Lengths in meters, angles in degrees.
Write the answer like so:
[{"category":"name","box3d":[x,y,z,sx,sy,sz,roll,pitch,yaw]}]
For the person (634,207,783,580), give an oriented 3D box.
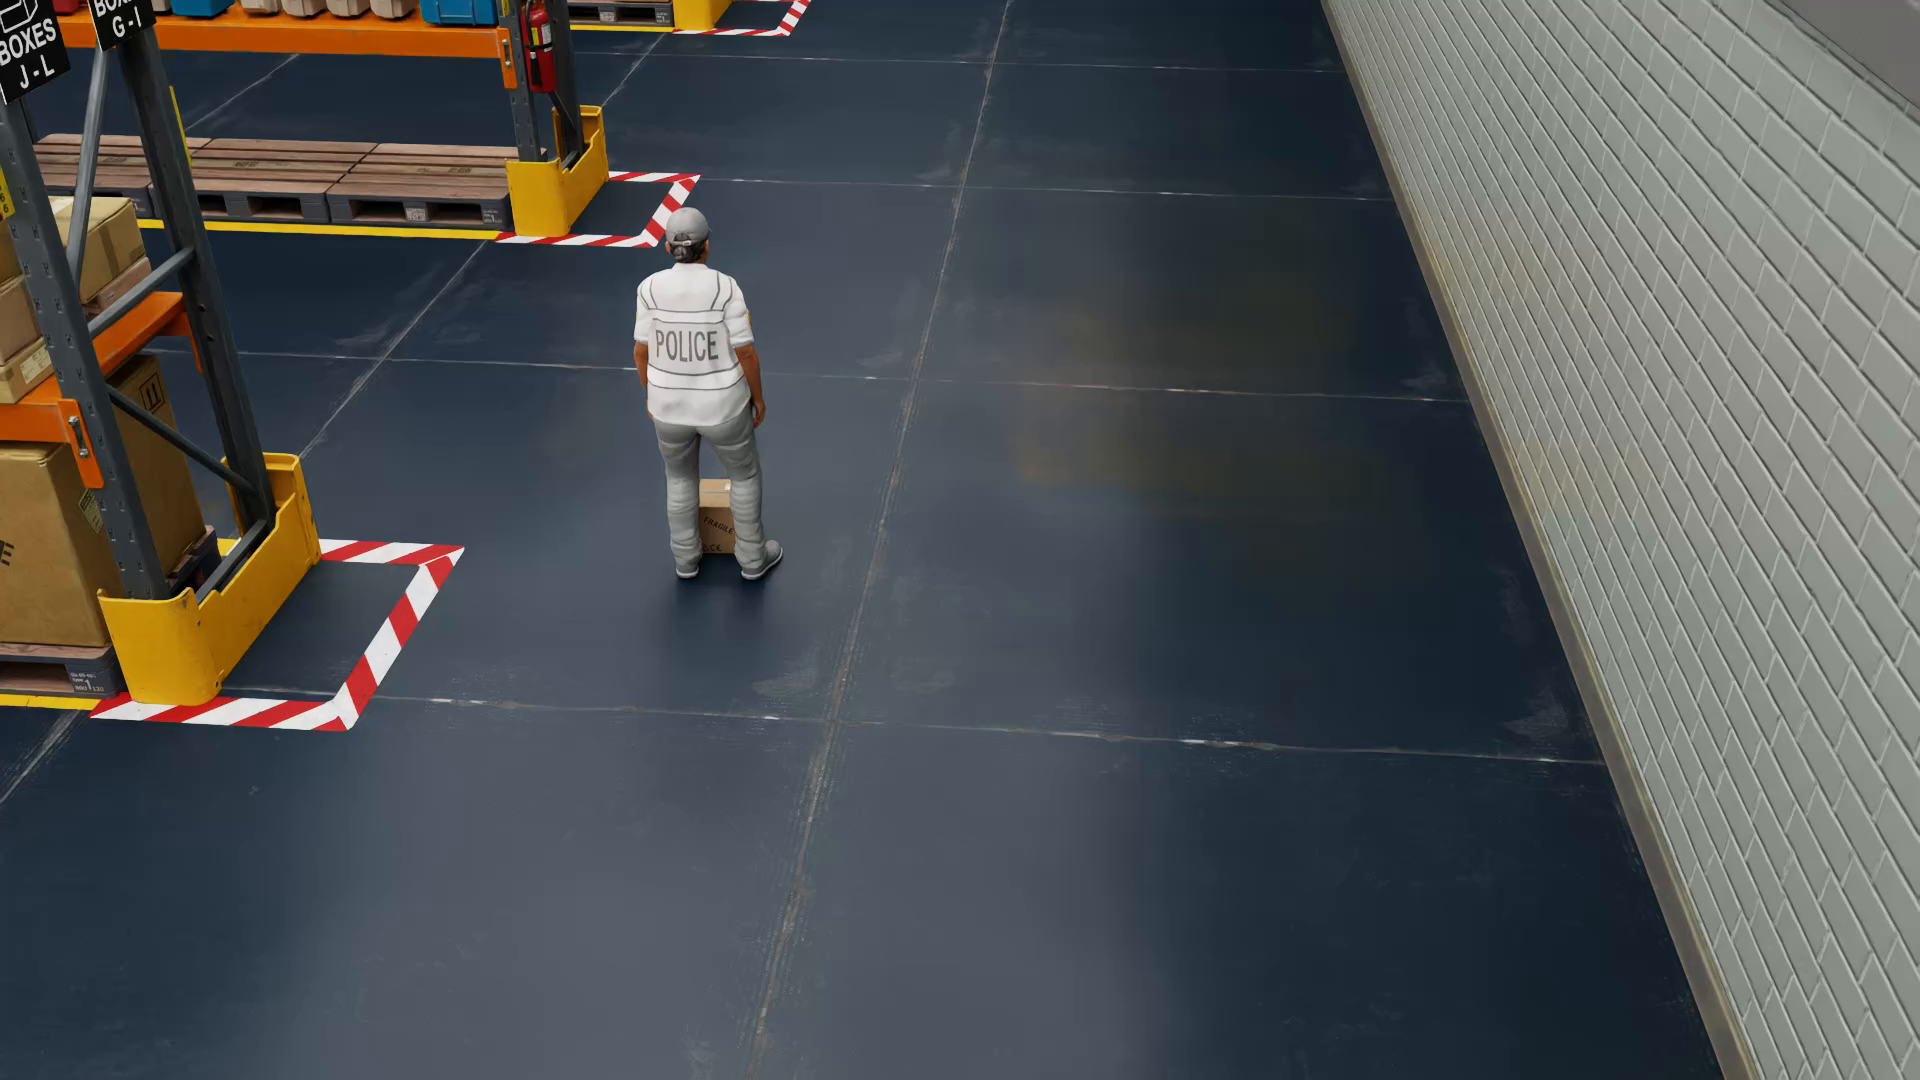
[{"category":"person","box3d":[-1.084,-0.592,7.071,0.539,1.667,0.466,3,32,4]}]
